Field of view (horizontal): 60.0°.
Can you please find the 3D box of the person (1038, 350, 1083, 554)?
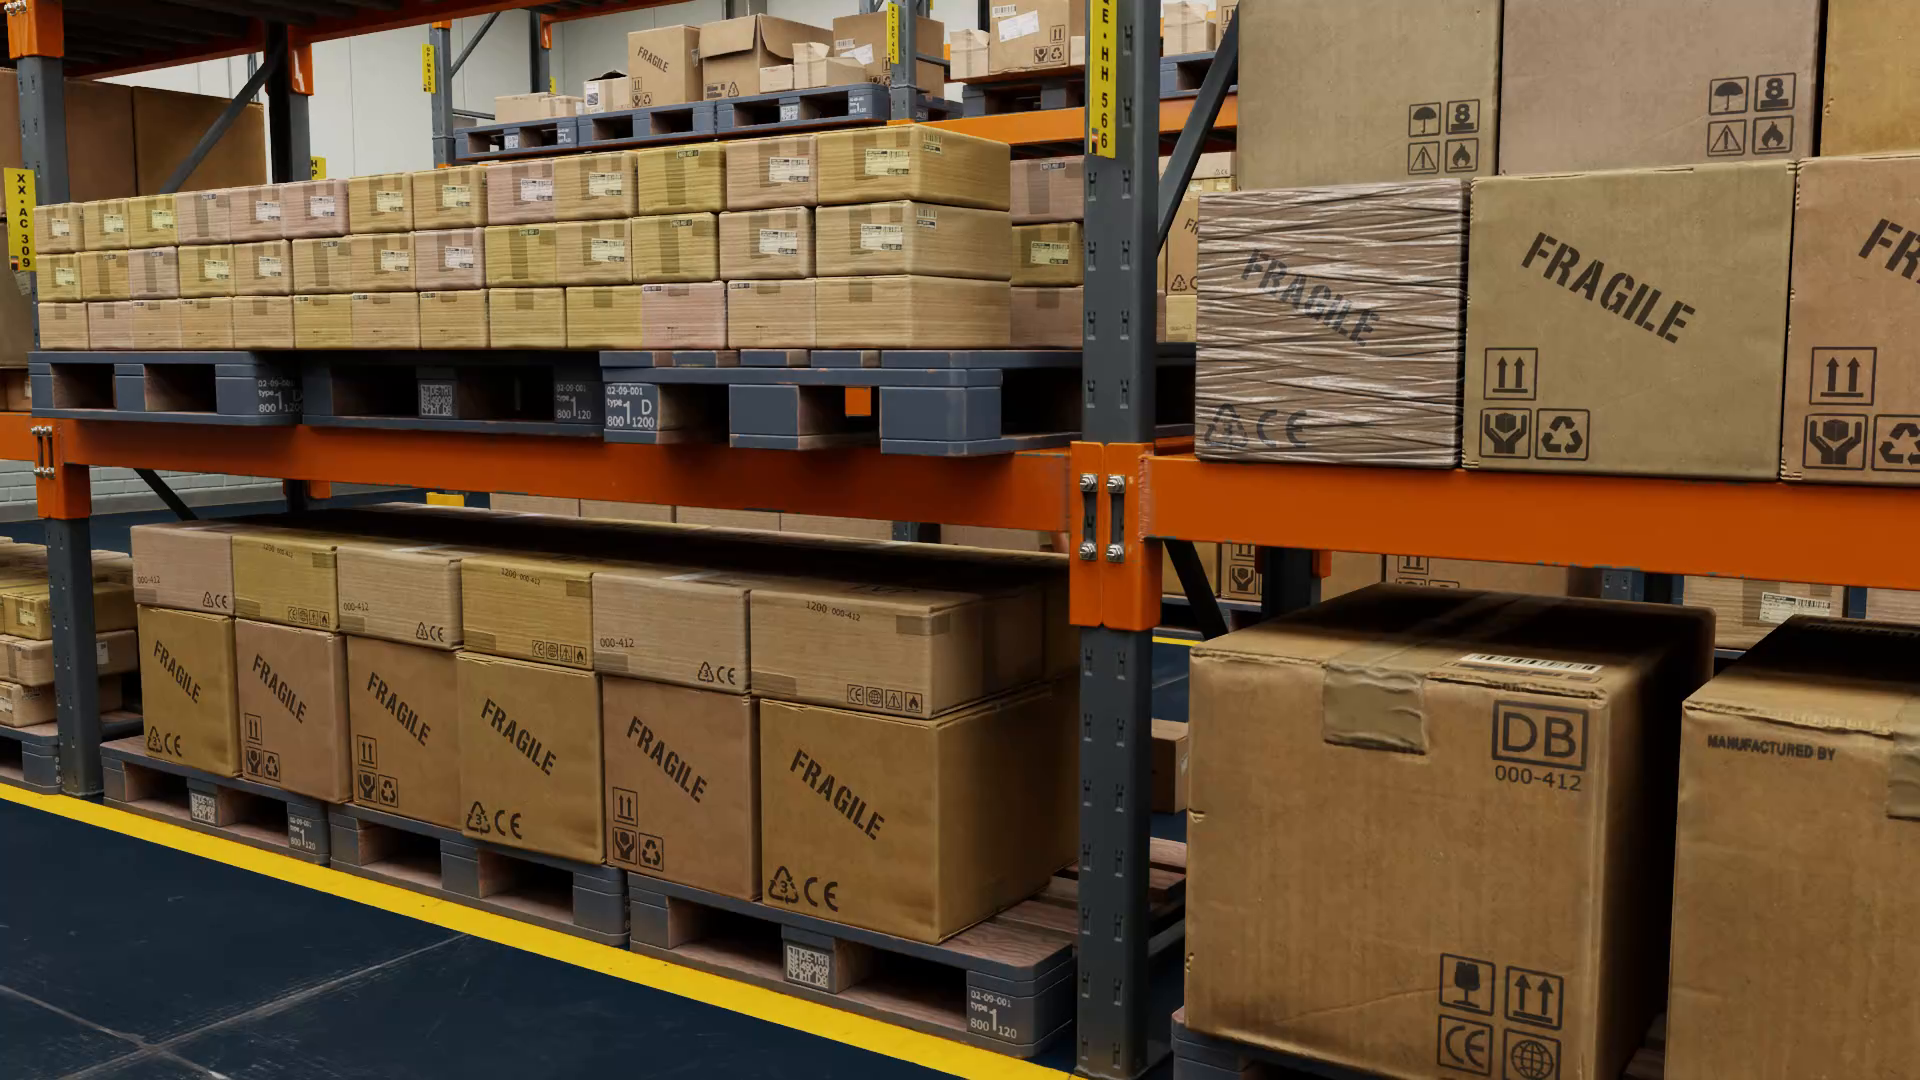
[{"bbox_3d":[0.454,0.046,5.657,0.362,1.650,0.502,4,7,31],"label":"person"}]
